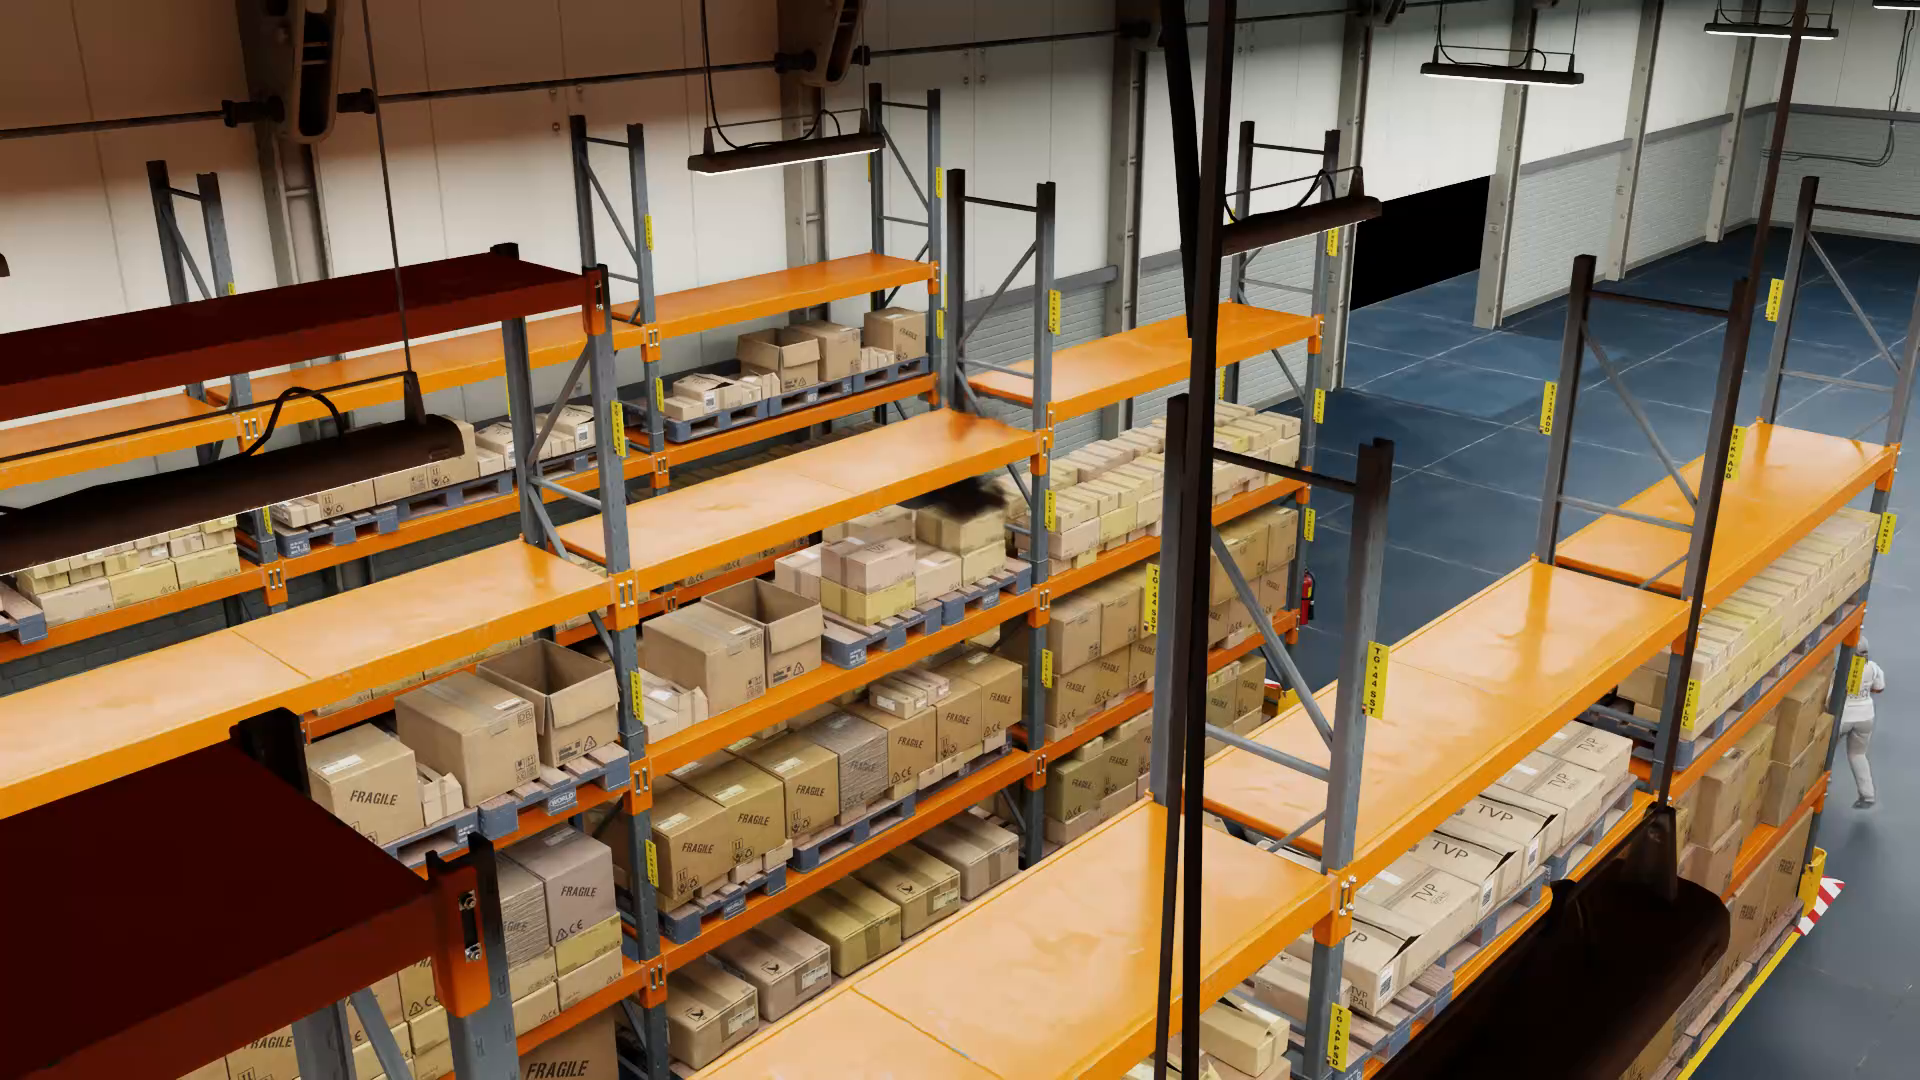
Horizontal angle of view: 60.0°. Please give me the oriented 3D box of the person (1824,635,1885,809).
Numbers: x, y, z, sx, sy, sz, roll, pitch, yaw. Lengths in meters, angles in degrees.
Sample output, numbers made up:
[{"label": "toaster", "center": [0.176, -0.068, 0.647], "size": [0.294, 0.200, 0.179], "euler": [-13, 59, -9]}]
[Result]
[{"label": "person", "center": [8.202, 1.660, 15.379], "size": [0.615, 1.657, 0.936], "euler": [0, 21, 1]}]
